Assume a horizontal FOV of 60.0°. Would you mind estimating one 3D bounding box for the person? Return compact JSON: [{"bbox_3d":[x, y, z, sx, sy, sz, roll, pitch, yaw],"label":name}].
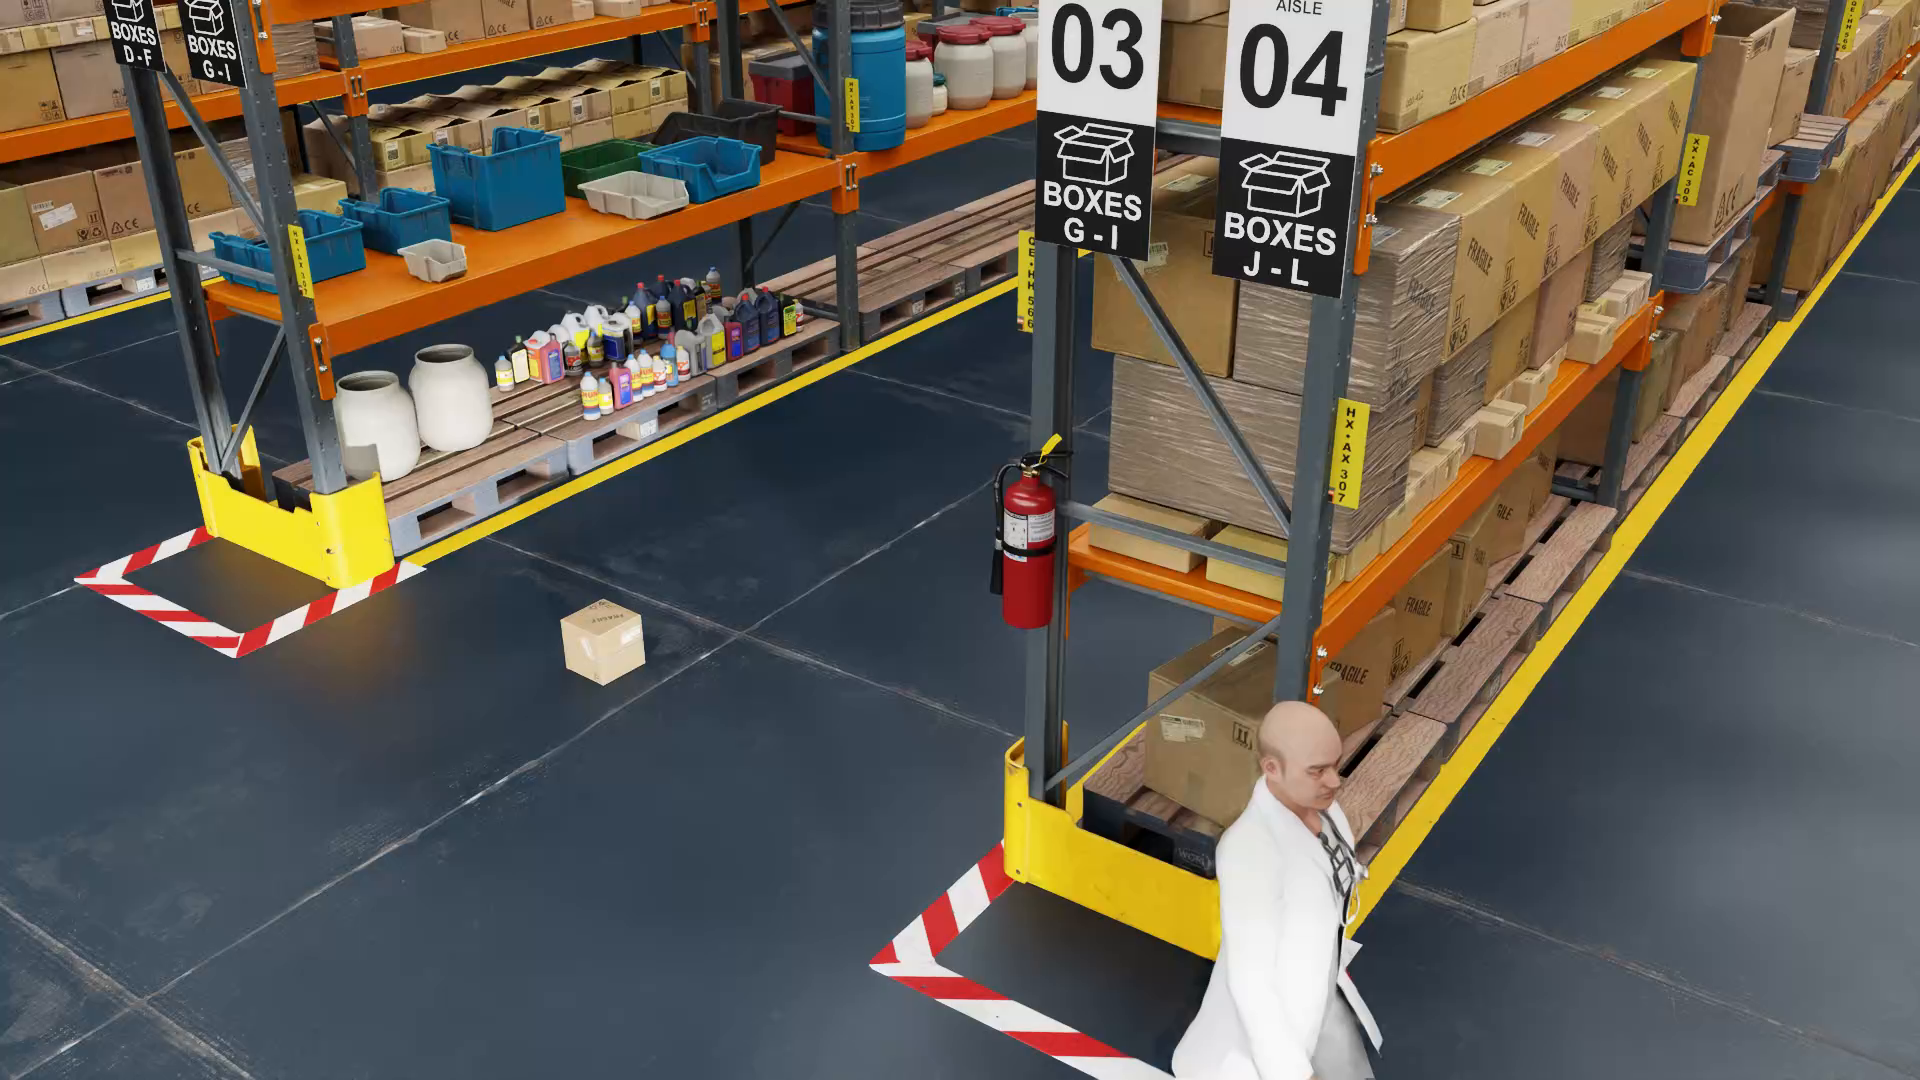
[{"bbox_3d":[0.772,1.179,4.269,1.086,1.735,0.655,14,30,26],"label":"person"}]
